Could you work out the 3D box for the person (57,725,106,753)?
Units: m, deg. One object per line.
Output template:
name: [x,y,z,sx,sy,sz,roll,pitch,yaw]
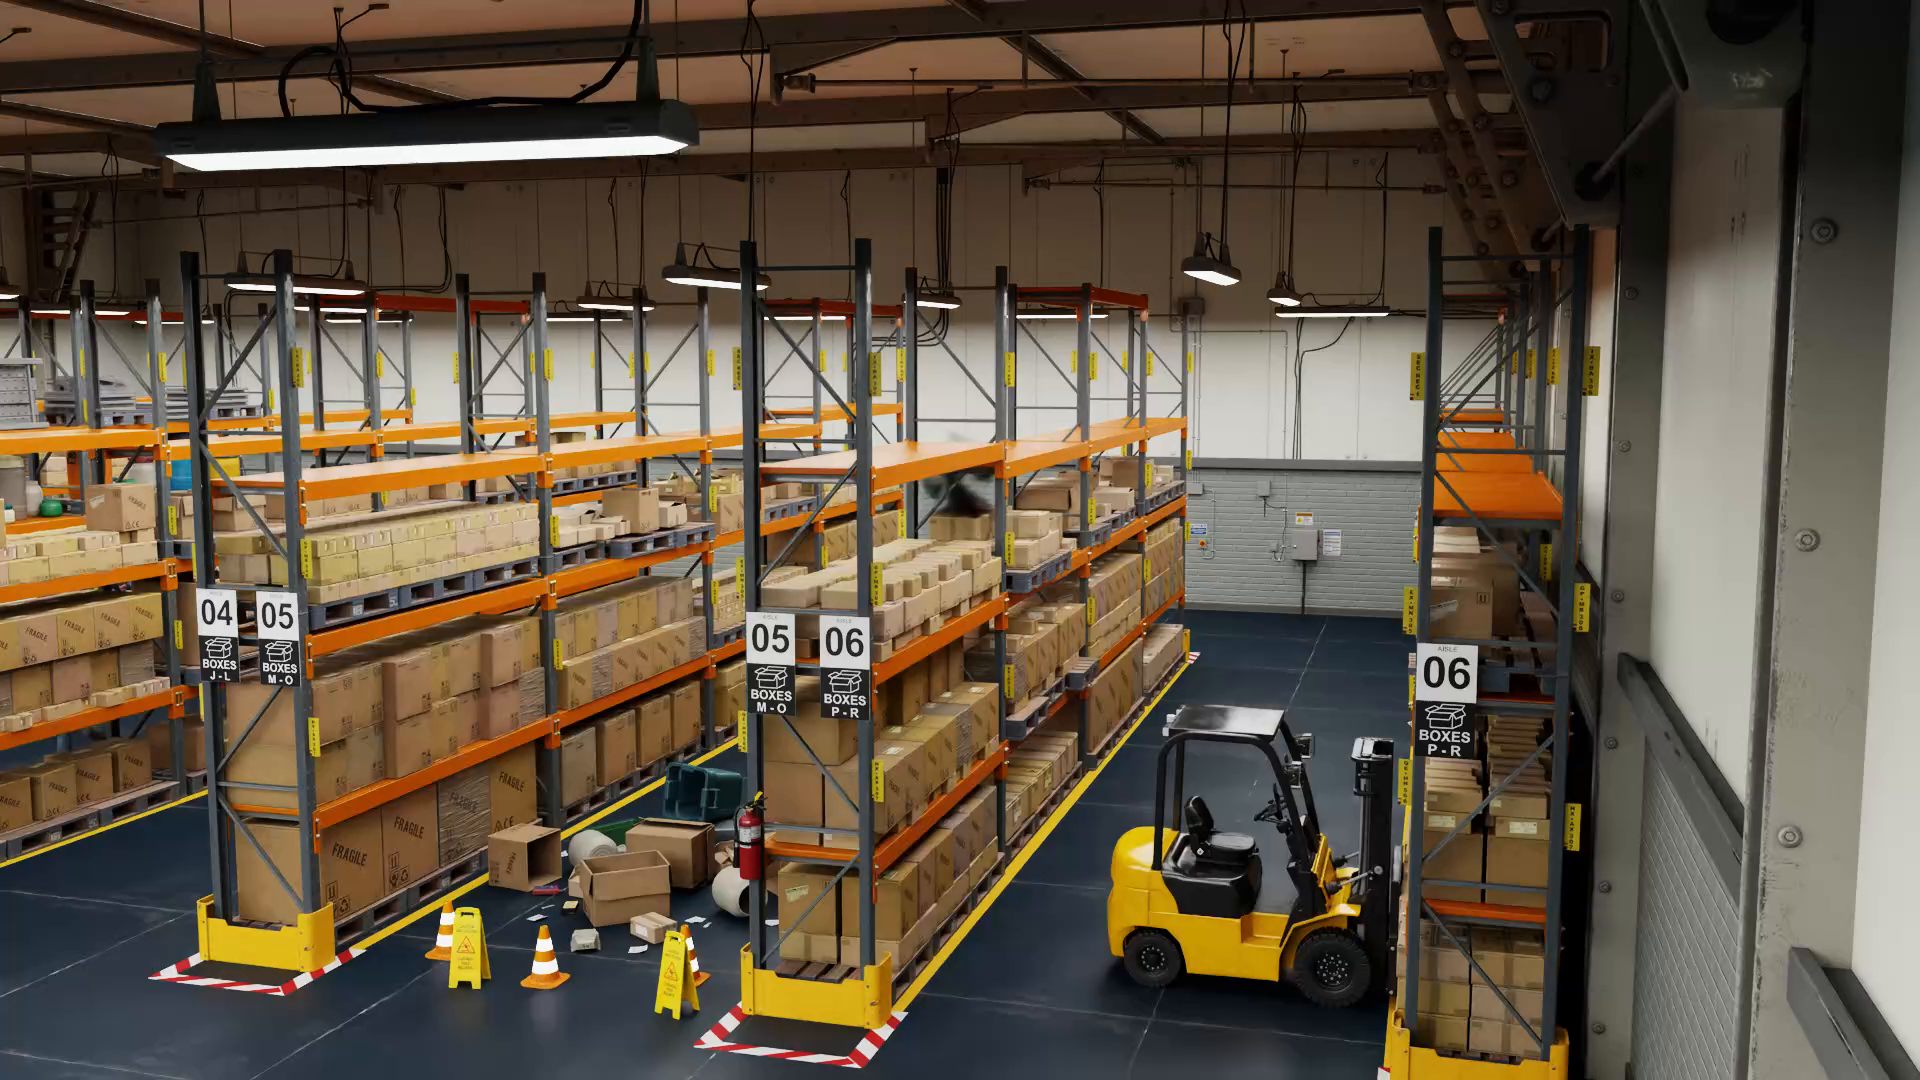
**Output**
person: [-10.926,1.982,20.576,0.708,1.745,0.968,2,7,14]
